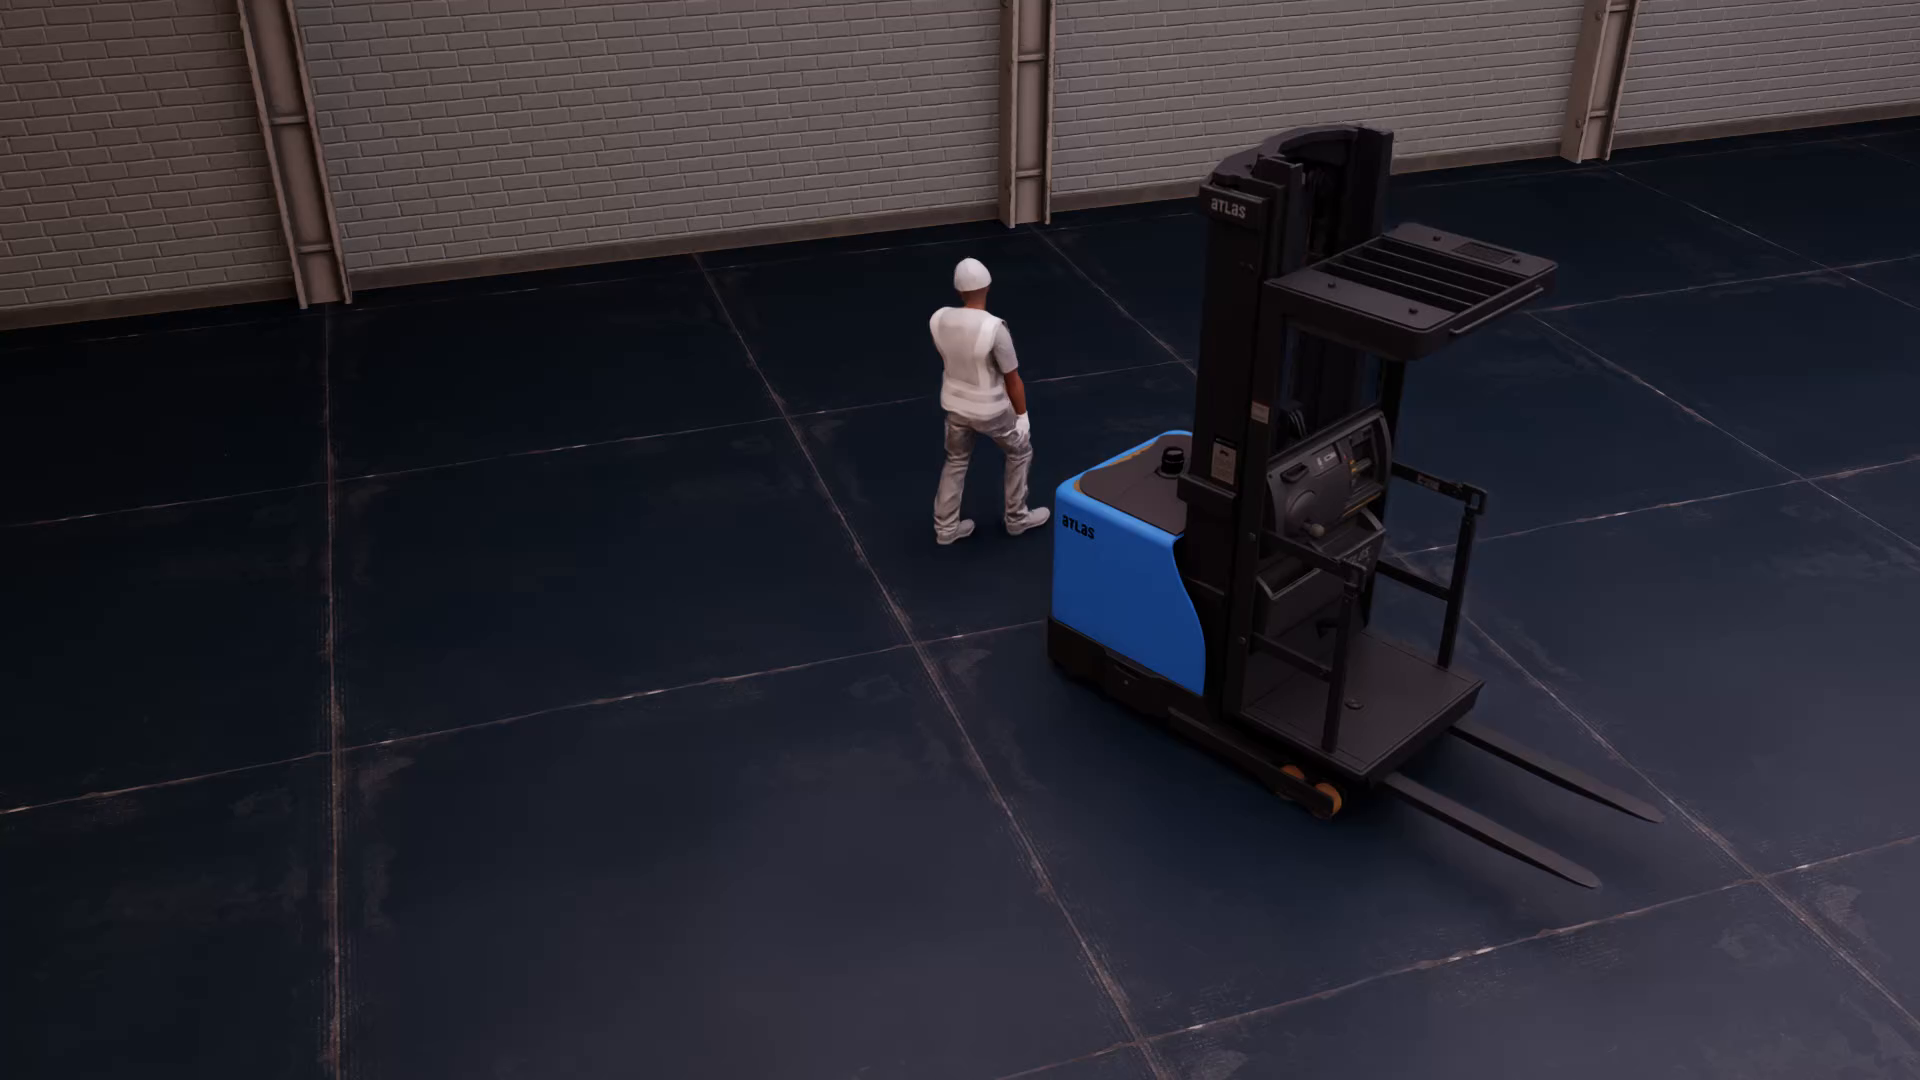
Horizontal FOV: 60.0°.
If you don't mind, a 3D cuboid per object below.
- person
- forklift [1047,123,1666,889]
[{"bbox_3d":[0.144,-0.812,9.712,0.691,1.738,0.624,17,34,27],"label":"person"},{"bbox_3d":[1.855,-0.260,7.539,1.130,2.935,3.031,-26,39,-37],"label":"forklift"}]
